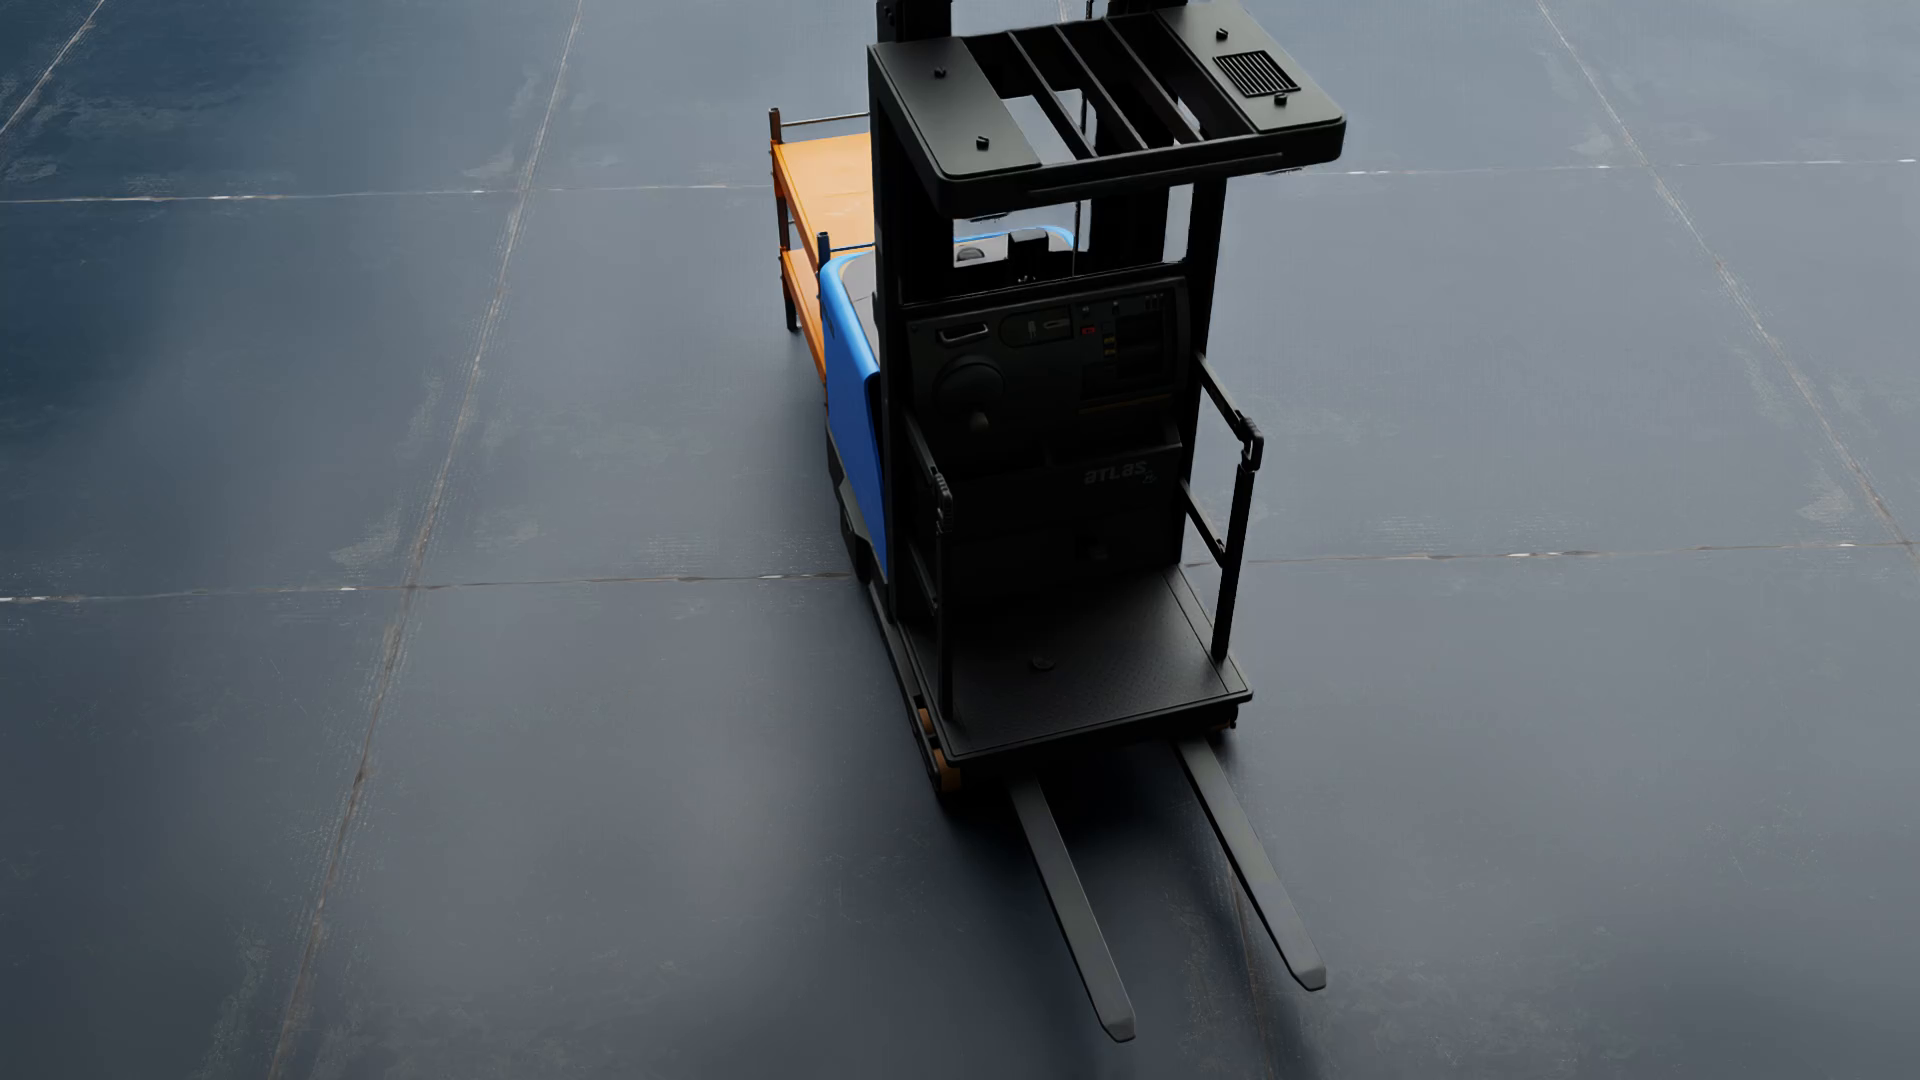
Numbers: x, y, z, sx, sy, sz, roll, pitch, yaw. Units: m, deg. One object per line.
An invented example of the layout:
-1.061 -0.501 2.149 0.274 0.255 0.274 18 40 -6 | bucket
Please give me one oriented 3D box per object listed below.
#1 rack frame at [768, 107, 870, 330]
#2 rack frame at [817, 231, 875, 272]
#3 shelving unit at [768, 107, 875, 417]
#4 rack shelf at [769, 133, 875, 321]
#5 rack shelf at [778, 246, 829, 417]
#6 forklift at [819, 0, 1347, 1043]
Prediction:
-0.573 -1.460 7.511 0.500 1.125 0.032 -10 44 -11 | rack frame
-0.304 -0.798 6.788 0.500 1.125 0.032 -10 44 -11 | rack frame
-0.439 -1.129 7.149 0.538 1.125 1.048 -10 44 -11 | shelving unit
-0.439 -1.345 6.951 0.538 0.278 1.000 -10 44 -11 | rack shelf
-0.439 -0.949 7.314 0.538 0.278 1.000 -10 44 -11 | rack shelf
0.351 -0.502 5.128 1.130 2.935 3.031 -11 44 -12 | forklift
